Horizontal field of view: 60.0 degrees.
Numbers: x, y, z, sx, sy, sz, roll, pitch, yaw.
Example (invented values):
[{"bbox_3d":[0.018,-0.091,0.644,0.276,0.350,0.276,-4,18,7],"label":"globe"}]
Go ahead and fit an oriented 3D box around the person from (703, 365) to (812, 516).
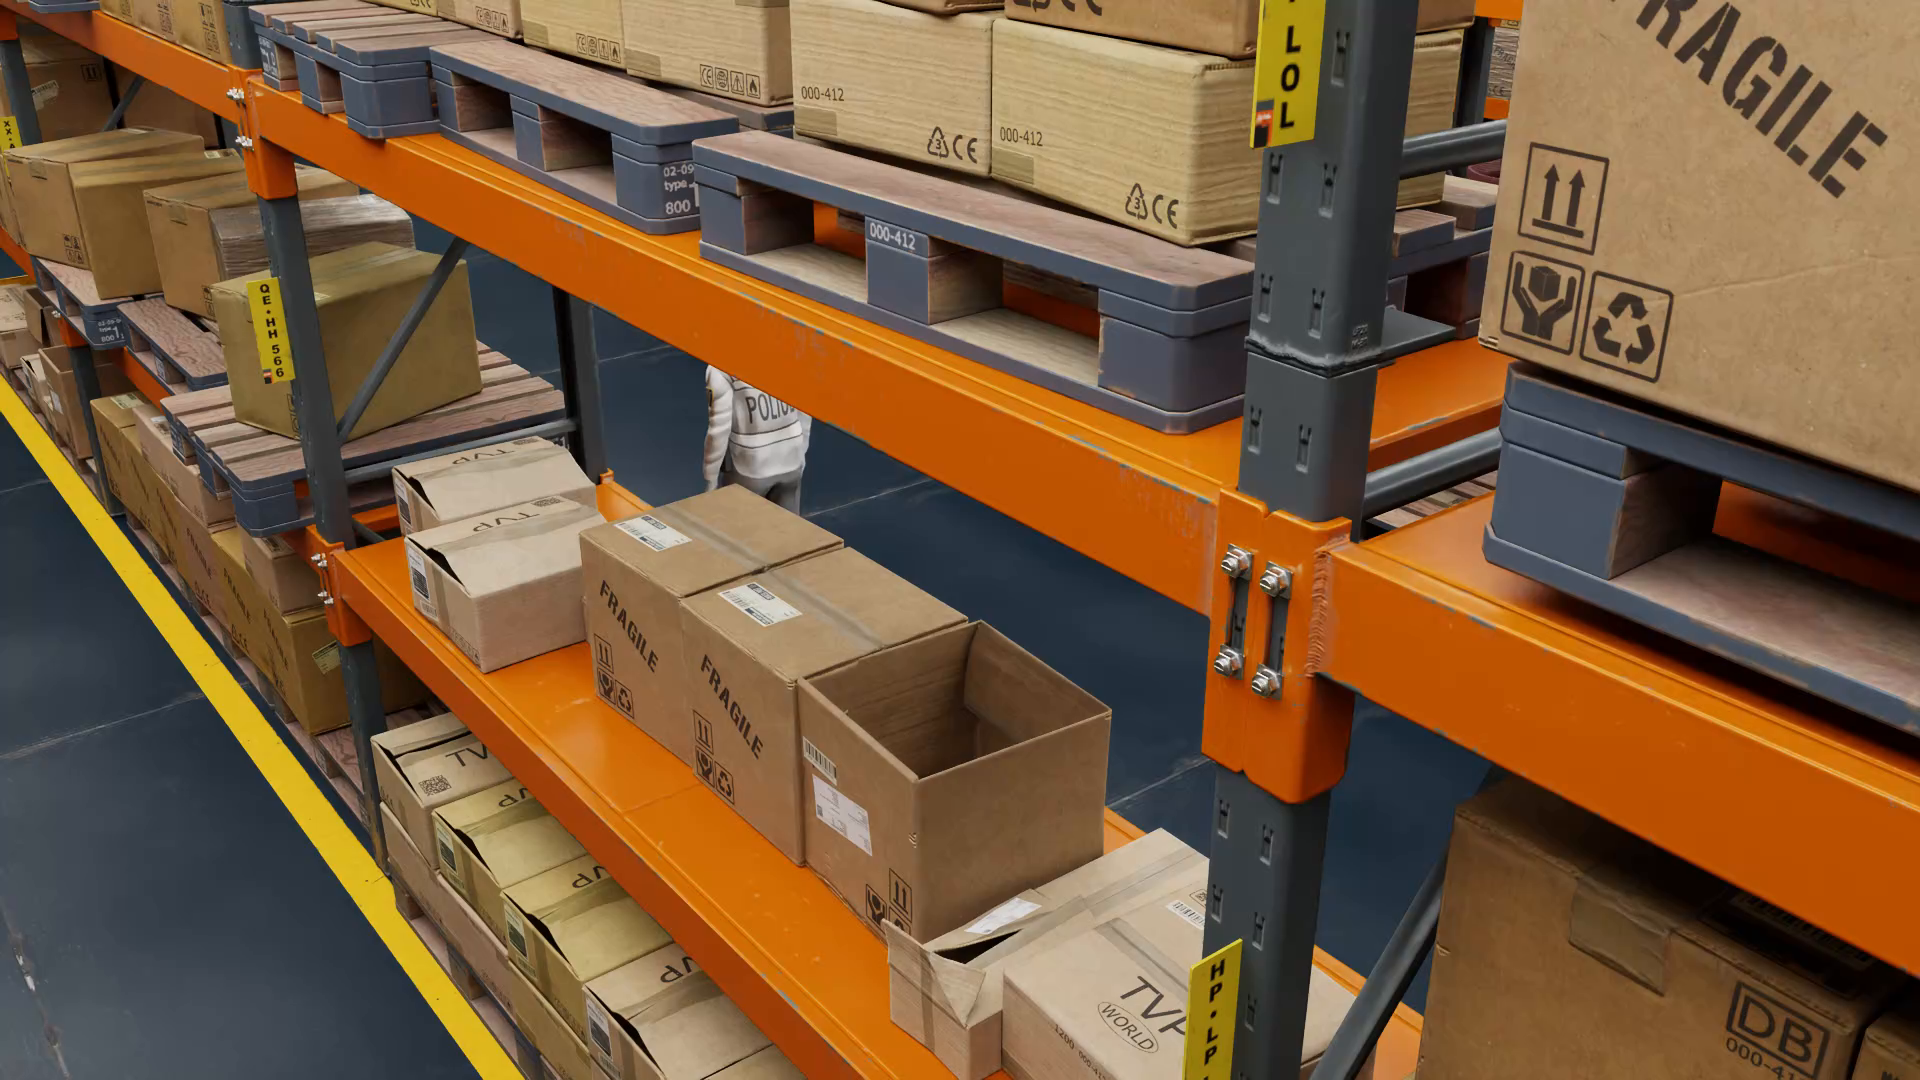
[{"bbox_3d":[-0.894,-0.320,7.293,0.532,1.663,0.404,-19,31,-35],"label":"person"}]
